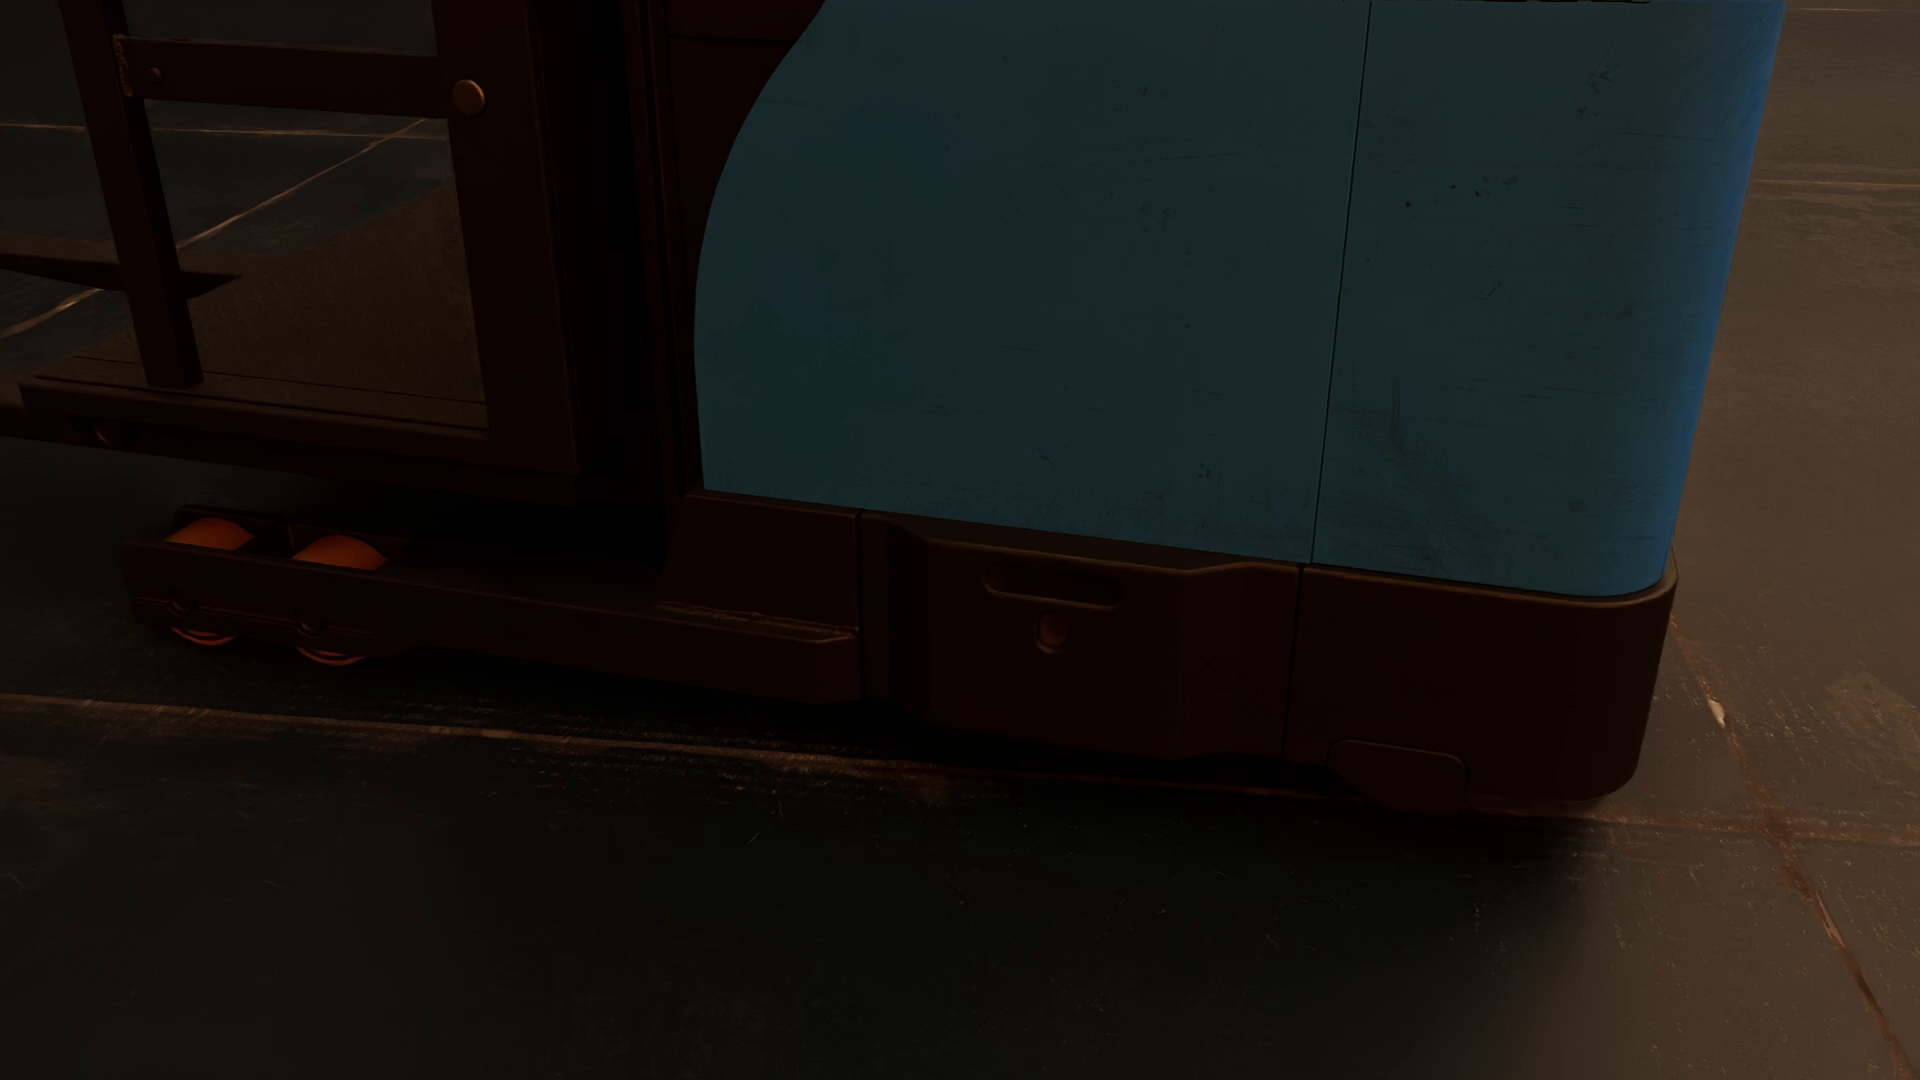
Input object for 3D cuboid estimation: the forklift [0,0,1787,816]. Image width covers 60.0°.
[{"bbox_3d":[-0.593,-1.365,1.953,3.031,2.935,1.130,7,27,14],"label":"forklift"}]
